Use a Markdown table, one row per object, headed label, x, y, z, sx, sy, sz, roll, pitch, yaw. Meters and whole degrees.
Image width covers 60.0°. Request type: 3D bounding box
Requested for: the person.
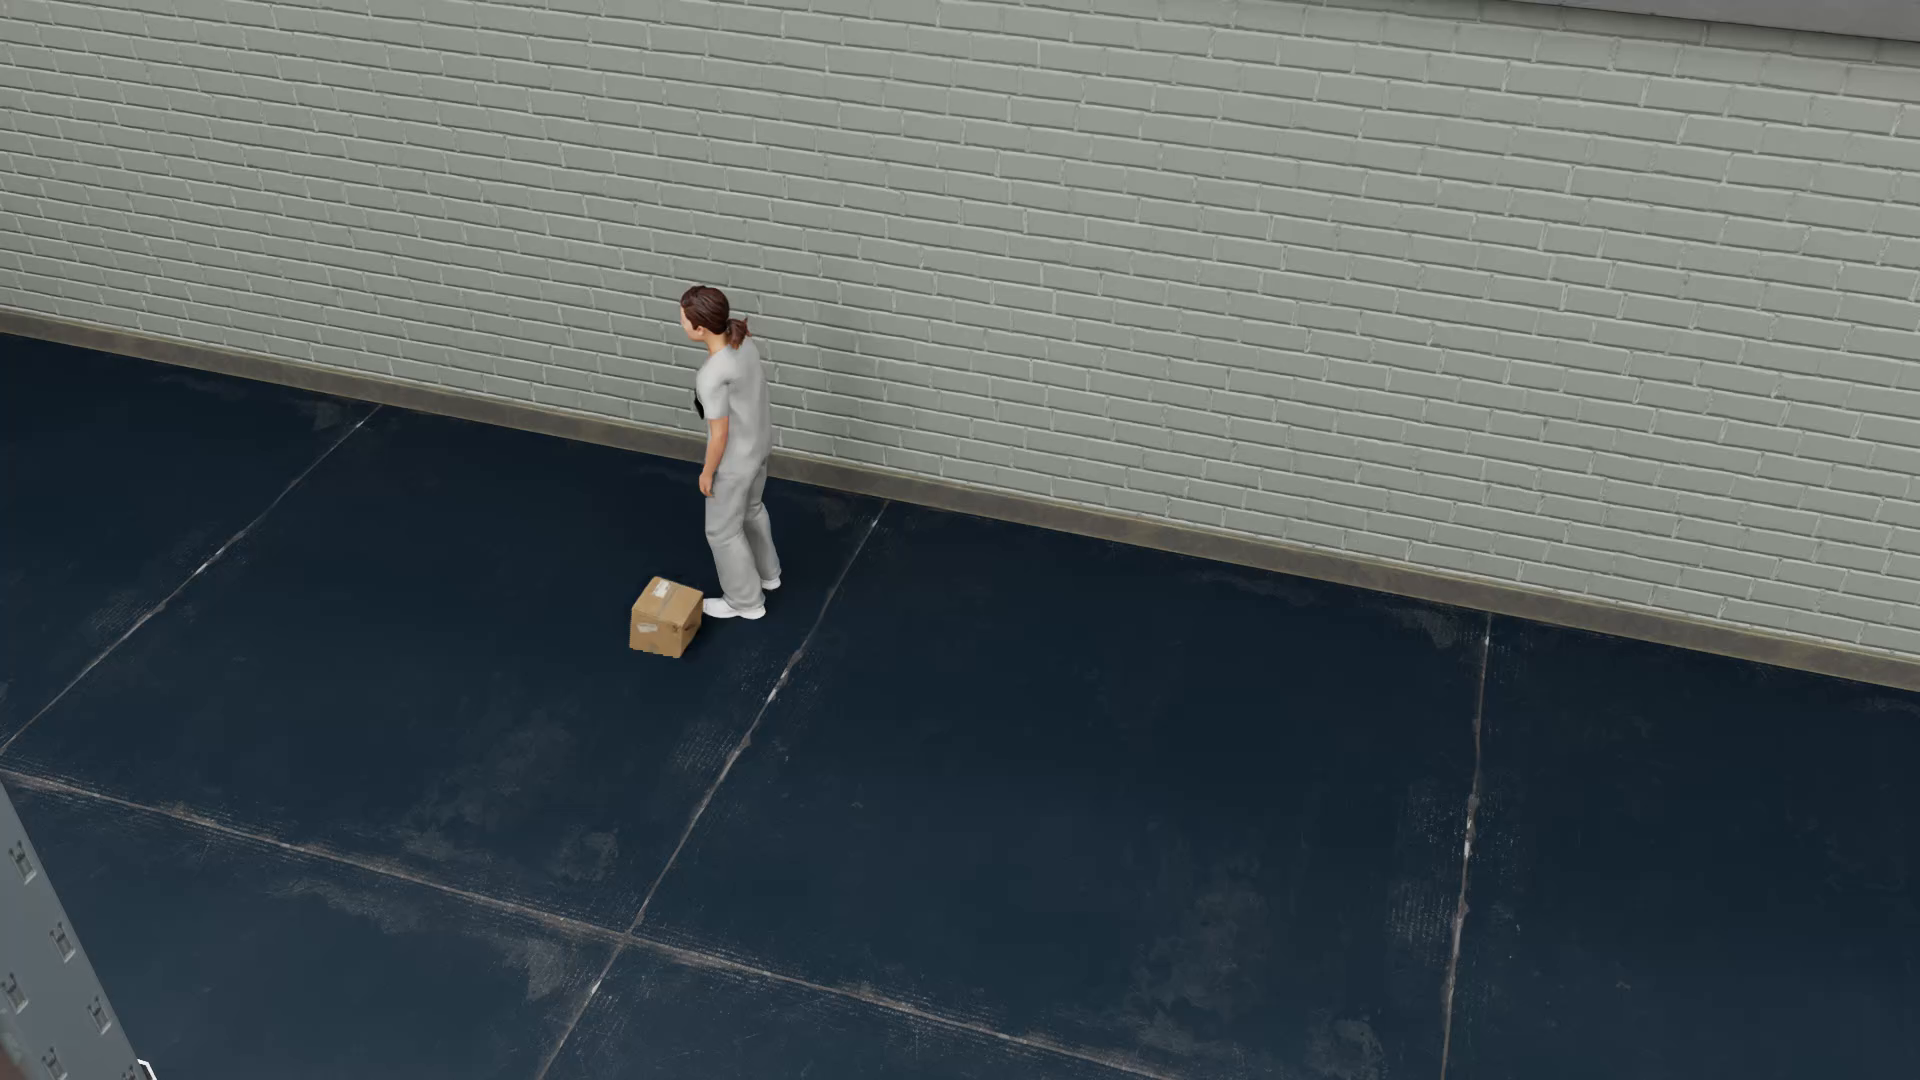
| label | x | y | z | sx | sy | sz | roll | pitch | yaw |
| --- | --- | --- | --- | --- | --- | --- | --- | --- | --- |
| person | -1.016 | -0.381 | 7.394 | 0.356 | 1.673 | 0.487 | 9 | 38 | 12 |
